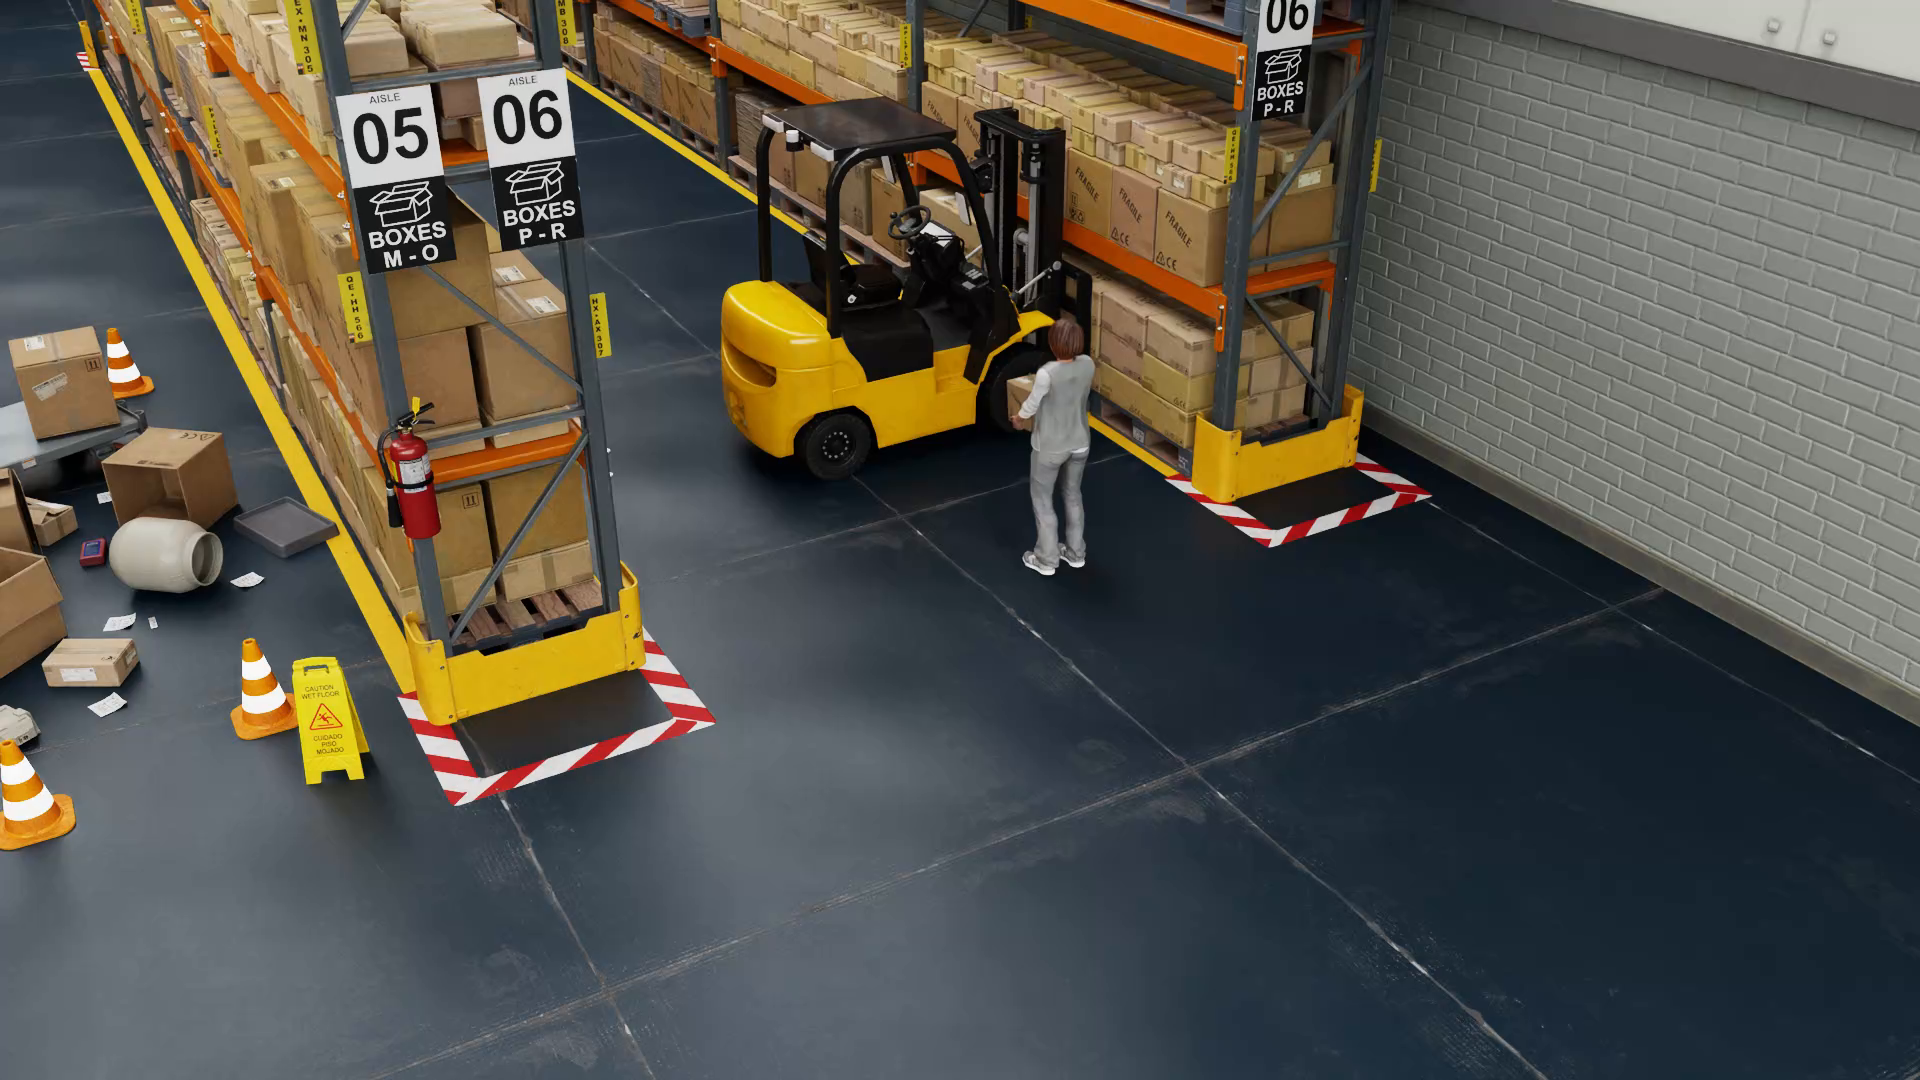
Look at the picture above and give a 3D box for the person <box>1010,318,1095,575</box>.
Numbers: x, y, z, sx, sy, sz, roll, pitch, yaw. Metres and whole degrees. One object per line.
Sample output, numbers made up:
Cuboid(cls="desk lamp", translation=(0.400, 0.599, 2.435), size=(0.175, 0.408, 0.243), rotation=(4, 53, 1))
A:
Cuboid(cls="person", translation=(0.530, -0.575, 9.586), size=(0.404, 1.592, 0.494), rotation=(-15, 33, -25))
